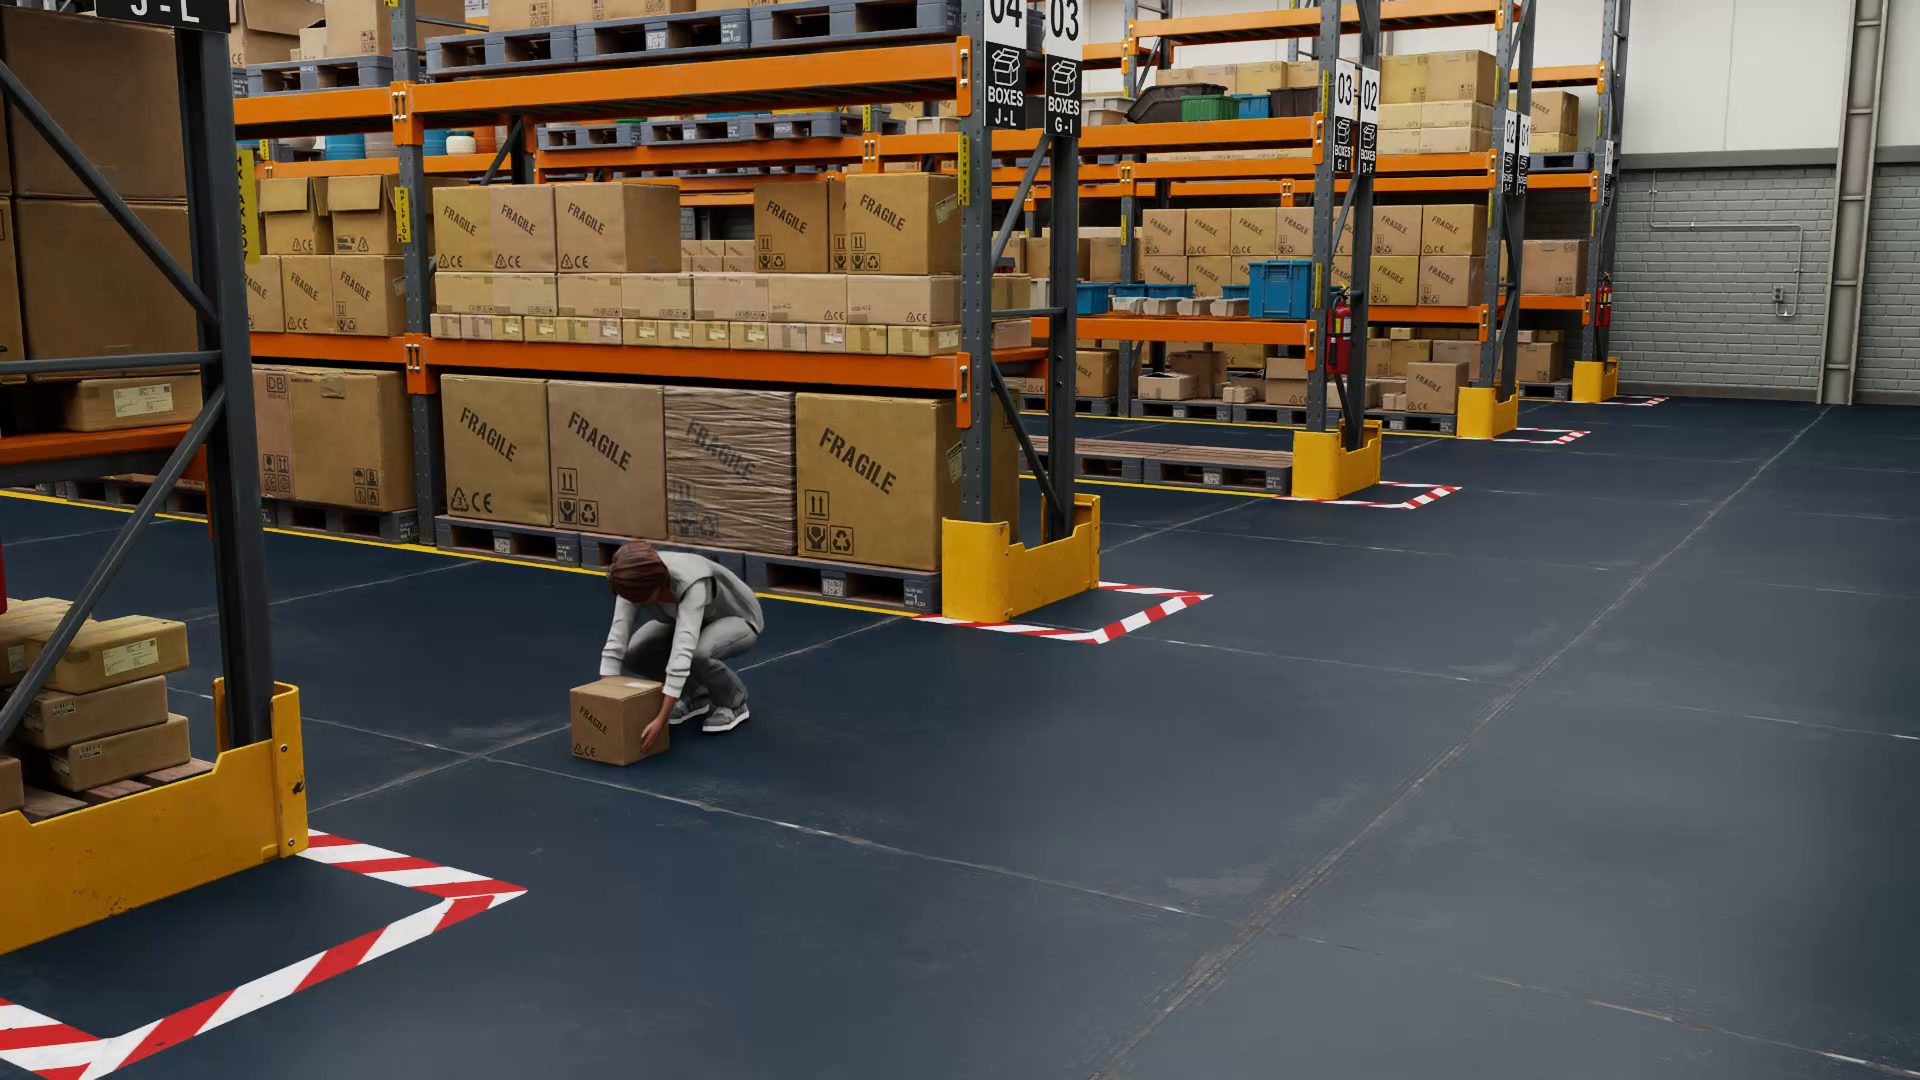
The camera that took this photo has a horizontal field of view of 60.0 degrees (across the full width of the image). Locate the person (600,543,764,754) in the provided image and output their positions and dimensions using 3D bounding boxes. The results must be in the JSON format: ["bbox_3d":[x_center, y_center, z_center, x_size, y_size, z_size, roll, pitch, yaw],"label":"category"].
[{"bbox_3d":[-1.057,0.355,6.310,0.435,0.772,0.804,6,11,31],"label":"person"}]
